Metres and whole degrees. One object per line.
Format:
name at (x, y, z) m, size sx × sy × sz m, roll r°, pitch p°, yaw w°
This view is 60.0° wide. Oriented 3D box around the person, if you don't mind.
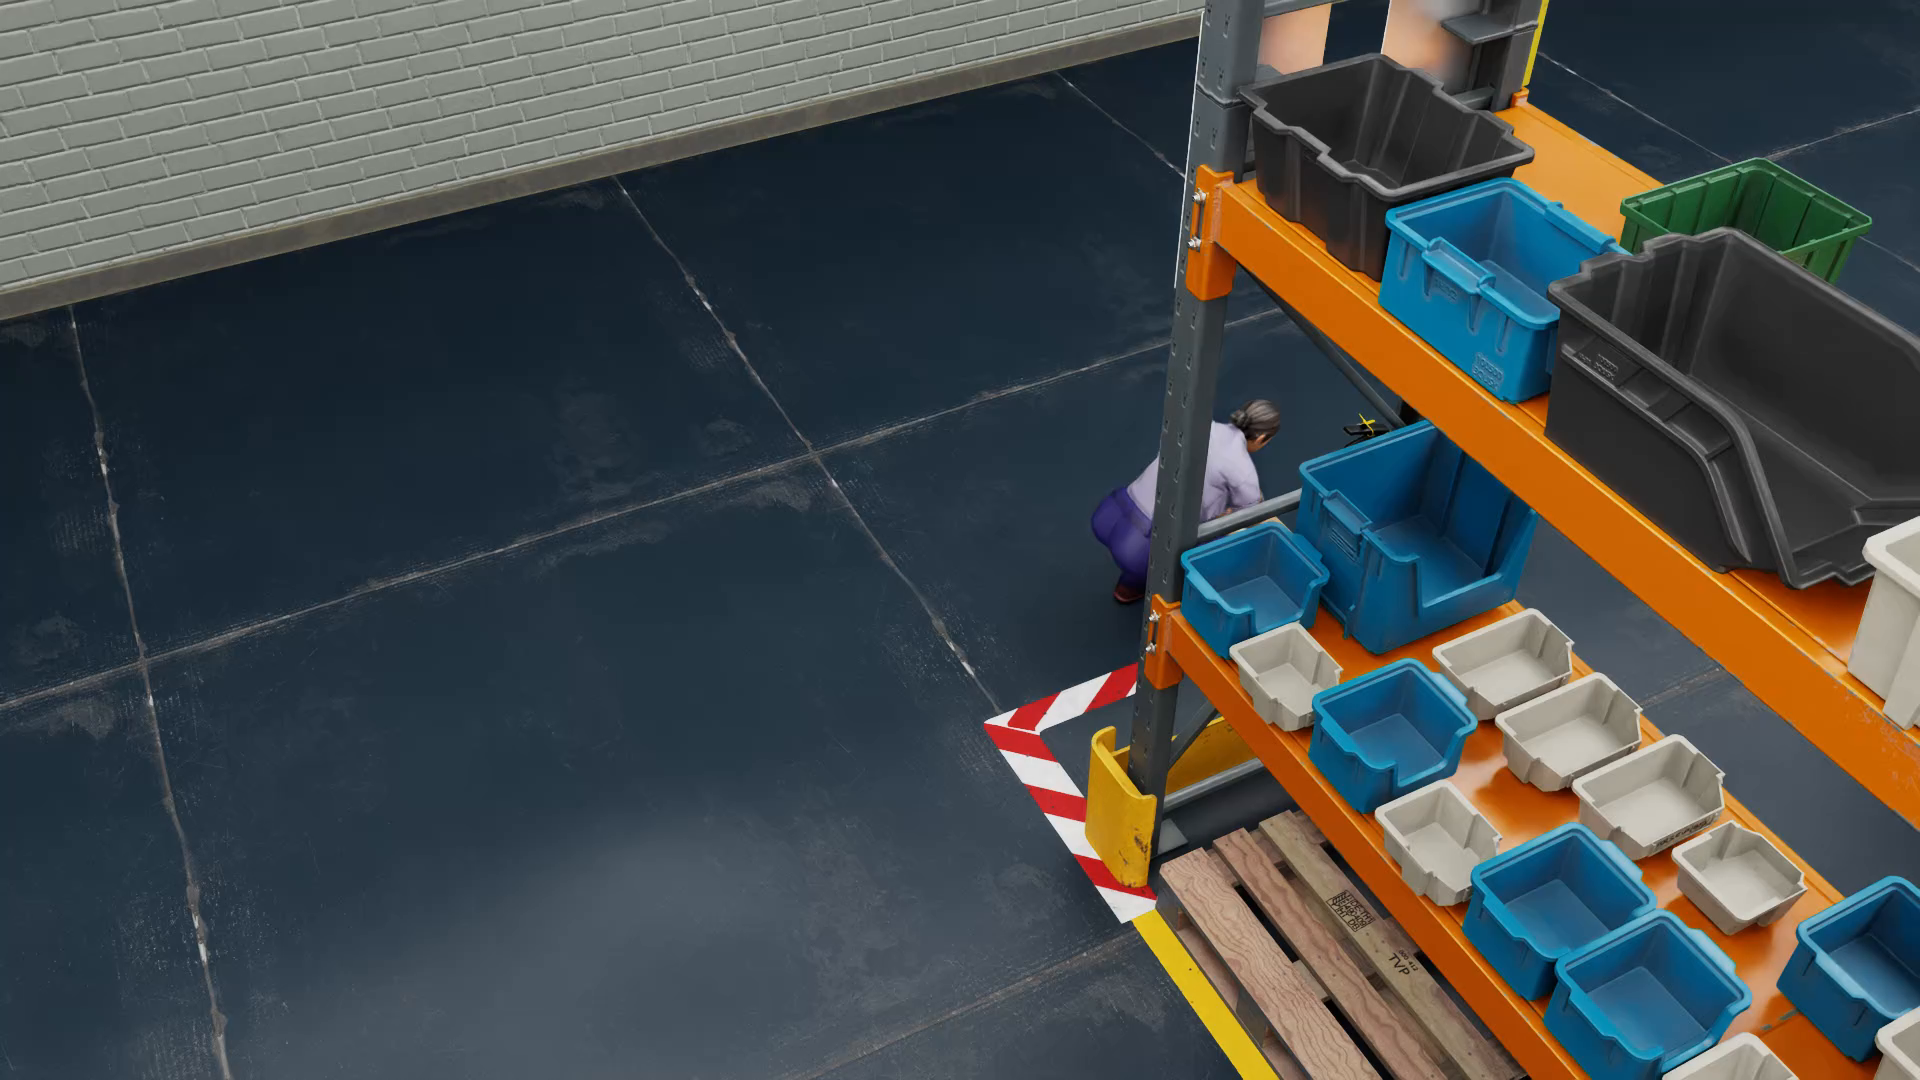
person at (0.937, -0.087, 6.811) m, size 0.823 × 0.937 × 0.526 m, roll -17°, pitch 44°, yaw -18°
